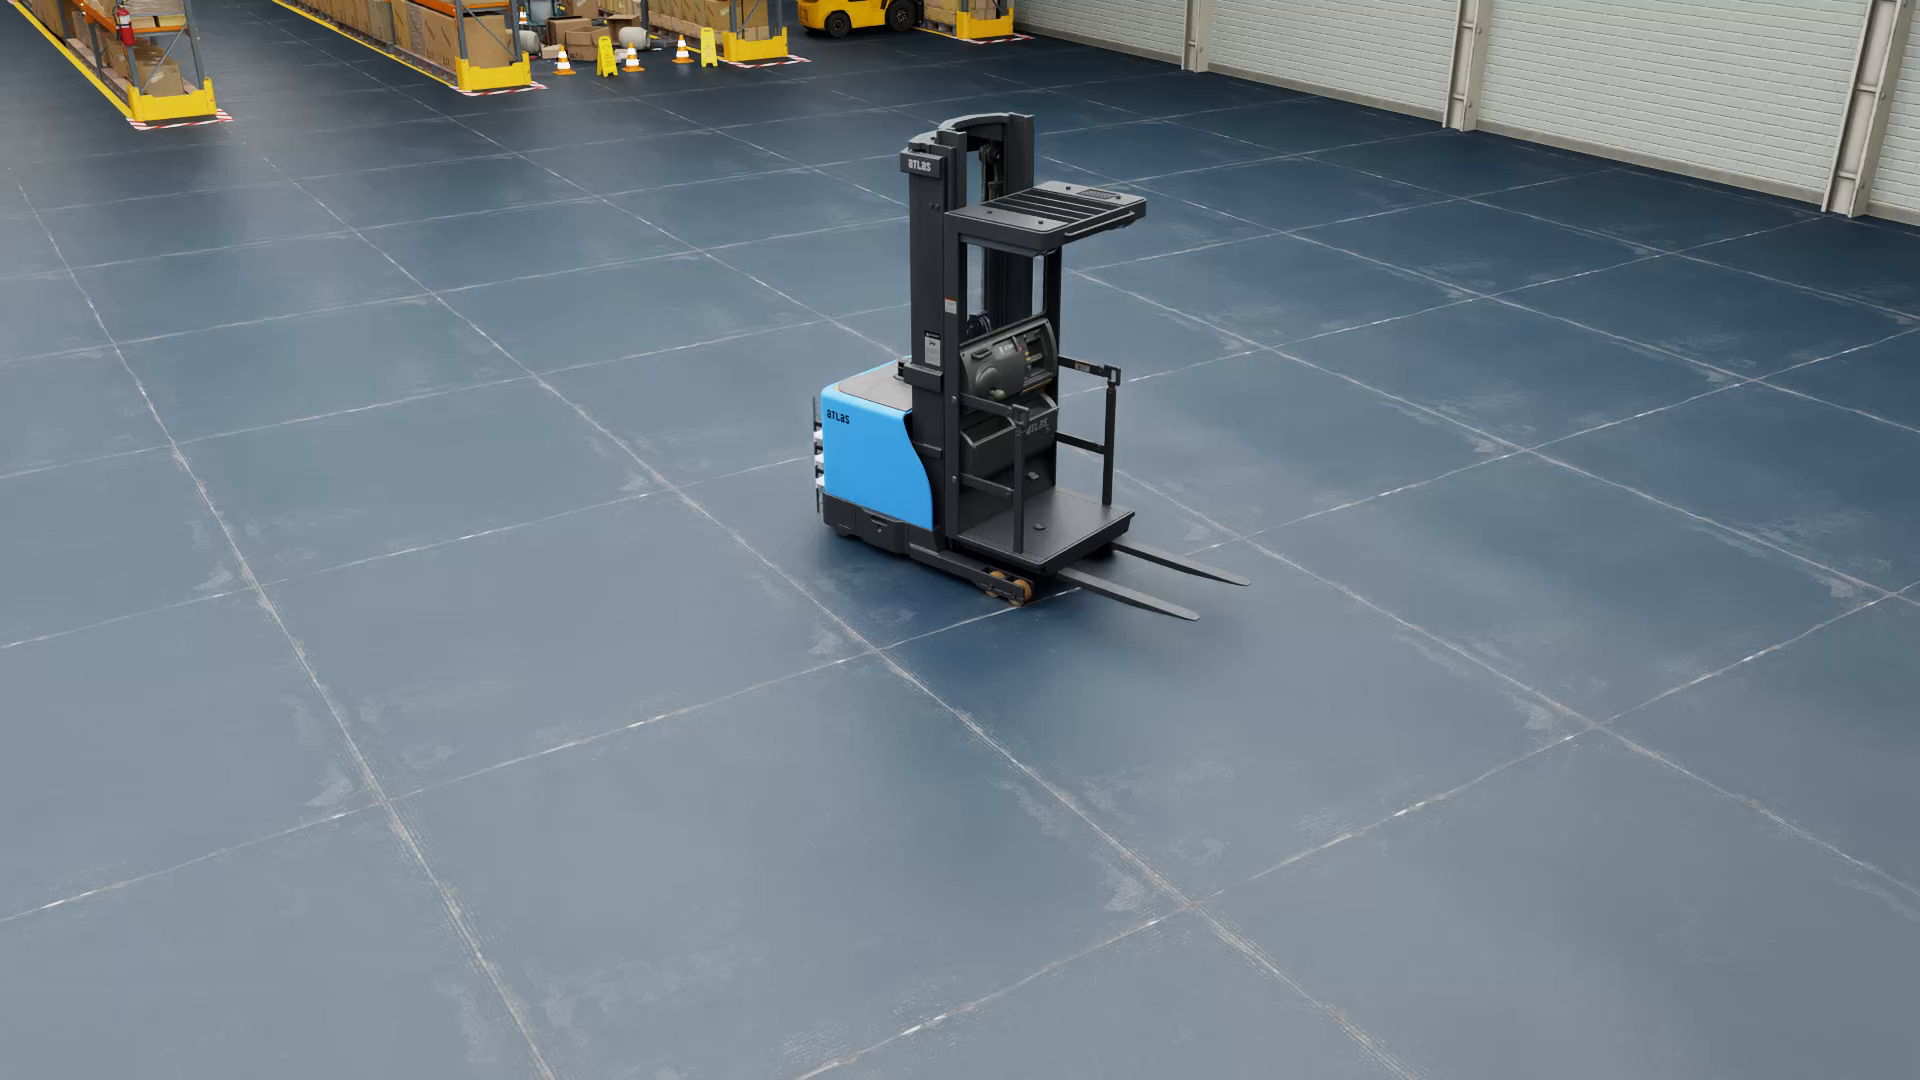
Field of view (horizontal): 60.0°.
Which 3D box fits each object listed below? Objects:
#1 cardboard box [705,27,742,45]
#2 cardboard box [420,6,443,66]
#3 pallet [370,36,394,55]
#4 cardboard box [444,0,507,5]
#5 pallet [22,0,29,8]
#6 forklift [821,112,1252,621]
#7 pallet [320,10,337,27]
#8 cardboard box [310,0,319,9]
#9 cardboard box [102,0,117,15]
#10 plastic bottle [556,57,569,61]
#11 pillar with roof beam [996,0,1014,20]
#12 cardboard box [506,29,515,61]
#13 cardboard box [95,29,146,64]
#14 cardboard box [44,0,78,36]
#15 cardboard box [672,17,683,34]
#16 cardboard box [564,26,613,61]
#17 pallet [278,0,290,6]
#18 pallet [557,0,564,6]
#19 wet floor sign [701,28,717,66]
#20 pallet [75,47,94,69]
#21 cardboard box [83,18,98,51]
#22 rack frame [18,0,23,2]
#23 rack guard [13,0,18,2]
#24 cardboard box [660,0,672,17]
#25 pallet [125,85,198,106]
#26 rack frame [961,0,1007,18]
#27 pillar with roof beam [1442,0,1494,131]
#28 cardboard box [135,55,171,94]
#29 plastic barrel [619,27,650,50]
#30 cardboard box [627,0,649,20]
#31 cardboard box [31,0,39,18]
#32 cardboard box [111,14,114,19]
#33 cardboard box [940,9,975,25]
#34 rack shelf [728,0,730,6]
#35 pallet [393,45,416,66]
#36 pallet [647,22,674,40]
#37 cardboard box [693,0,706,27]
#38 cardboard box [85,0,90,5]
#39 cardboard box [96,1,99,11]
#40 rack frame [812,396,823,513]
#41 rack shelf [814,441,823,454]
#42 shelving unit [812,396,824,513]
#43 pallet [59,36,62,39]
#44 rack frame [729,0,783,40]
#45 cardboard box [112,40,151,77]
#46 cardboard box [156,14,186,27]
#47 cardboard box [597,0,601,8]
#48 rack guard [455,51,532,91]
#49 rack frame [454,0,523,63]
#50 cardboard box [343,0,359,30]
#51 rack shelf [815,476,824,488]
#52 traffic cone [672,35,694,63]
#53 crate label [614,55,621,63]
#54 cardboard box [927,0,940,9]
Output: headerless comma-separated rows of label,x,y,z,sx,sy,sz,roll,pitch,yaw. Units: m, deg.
cardboard box,-4.359,-9.320,30.671,0.500,0.250,0.500,-16,29,-30
cardboard box,-8.679,-8.719,28.666,0.875,0.875,0.875,-16,30,-30
pallet,-10.440,-9.377,31.329,1.003,0.211,1.213,-16,29,-30
cardboard box,-8.012,-9.139,27.382,0.875,0.550,0.550,-16,29,-30
pallet,-20.215,-12.023,36.934,1.003,0.211,1.213,-16,29,-30
forklift,0.485,-1.154,10.724,3.031,2.935,1.130,19,31,35
pallet,-12.564,-10.829,34.405,1.003,0.211,1.213,-16,29,-30
cardboard box,-13.300,-11.416,34.818,0.500,0.500,0.500,-17,30,-32
cardboard box,-12.633,-8.363,25.448,0.875,0.500,0.500,-16,29,-30
plastic bottle,-7.213,-8.710,30.091,0.283,0.061,0.133,18,31,33
pillar with roof beam,-2.754,-13.466,29.695,9.100,9.000,0.400,-16,29,-30
cardboard box,-8.248,-8.934,30.050,0.500,0.500,0.500,-10,27,-21
cardboard box,-14.483,-8.553,28.730,0.700,0.500,0.500,-18,31,-33
cardboard box,-16.709,-10.171,31.742,1.225,0.875,0.875,-17,30,-32
cardboard box,-5.174,-9.864,31.824,0.500,0.250,0.500,-16,30,-30
cardboard box,-6.759,-9.048,30.290,0.637,0.503,0.797,7,26,15
pallet,-14.719,-12.212,37.334,1.003,0.211,1.213,-16,29,-30
pallet,-8.414,-12.039,36.967,1.003,0.211,1.213,-16,29,-30
wet floor sign,-4.472,-8.757,29.506,0.267,0.644,0.232,-6,26,-12
pallet,-15.262,-8.714,29.924,1.003,0.211,1.213,-16,29,-30
cardboard box,-15.338,-9.128,29.947,0.700,0.500,0.500,-13,28,-25
rack frame,-20.717,-13.552,36.906,1.000,3.000,0.127,-16,29,-30
rack guard,-20.730,-12.430,37.458,1.175,0.500,0.348,-16,29,-30
cardboard box,-5.465,-10.392,32.063,0.500,0.500,0.500,-14,29,-28
pallet,-12.438,-6.894,26.069,1.003,0.211,1.213,-16,29,-30
rack frame,0.477,-11.297,32.129,1.000,3.000,0.127,-16,29,-30
pillar with roof beam,3.796,-9.173,20.603,9.100,9.000,0.400,-16,29,-30
cardboard box,-12.664,-7.322,26.145,0.500,0.500,0.500,-8,26,-16
plastic barrel,-6.075,-9.360,31.043,0.512,0.421,0.421,3,25,6
cardboard box,-6.151,-10.758,33.574,0.950,0.372,0.625,-15,29,-29
cardboard box,-18.167,-11.126,33.764,1.225,0.875,0.875,-15,29,-29
cardboard box,-13.007,-8.213,25.890,0.380,0.149,0.250,-16,29,-30
cardboard box,-0.044,-10.338,32.826,0.500,0.250,0.500,-15,29,-29
rack shelf,-4.771,-10.529,31.344,1.077,0.370,4.000,-16,29,-30
pallet,-9.606,-8.828,30.167,1.003,0.211,1.213,-16,29,-30
pallet,-5.467,-10.076,32.810,1.003,0.211,1.213,-16,29,-30
cardboard box,-4.623,-9.836,30.885,0.500,0.500,0.500,-14,29,-28
cardboard box,-14.175,-8.907,27.361,0.380,0.149,0.250,-16,29,-30
cardboard box,-13.598,-8.558,26.621,0.380,0.149,0.250,-16,29,-30
rack frame,-0.965,-0.643,12.020,0.006,0.900,0.240,19,31,35
rack shelf,-0.886,-0.666,11.937,0.200,0.077,0.258,19,31,35
shelving unit,-0.886,-0.615,11.961,0.210,0.900,0.258,19,31,35
pallet,-17.379,-10.165,32.998,1.003,0.211,1.213,-16,29,-30
rack frame,-3.679,-10.139,29.676,1.000,3.000,0.127,-16,29,-30
cardboard box,-13.662,-7.964,27.505,0.500,0.500,0.500,-6,26,-13
cardboard box,-11.938,-7.873,25.171,0.380,0.149,0.250,-16,29,-30
cardboard box,-7.337,-11.535,35.220,0.950,0.372,0.625,-16,30,-31
rack guard,-7.758,-7.810,27.671,1.175,0.500,0.348,-16,29,-30
rack frame,-7.772,-8.949,27.155,1.000,3.000,0.127,-16,29,-30
cardboard box,-11.402,-10.432,32.441,1.050,0.750,0.750,-15,29,-29
rack shelf,-0.886,-0.422,12.052,0.200,0.077,0.258,19,31,35
traffic cone,-4.995,-8.845,29.906,0.336,0.463,0.334,-16,29,-30
crate label,-6.221,-8.584,29.735,0.298,0.136,0.250,12,28,24
cardboard box,-0.315,-10.752,33.119,0.500,0.250,0.500,-16,30,-30
